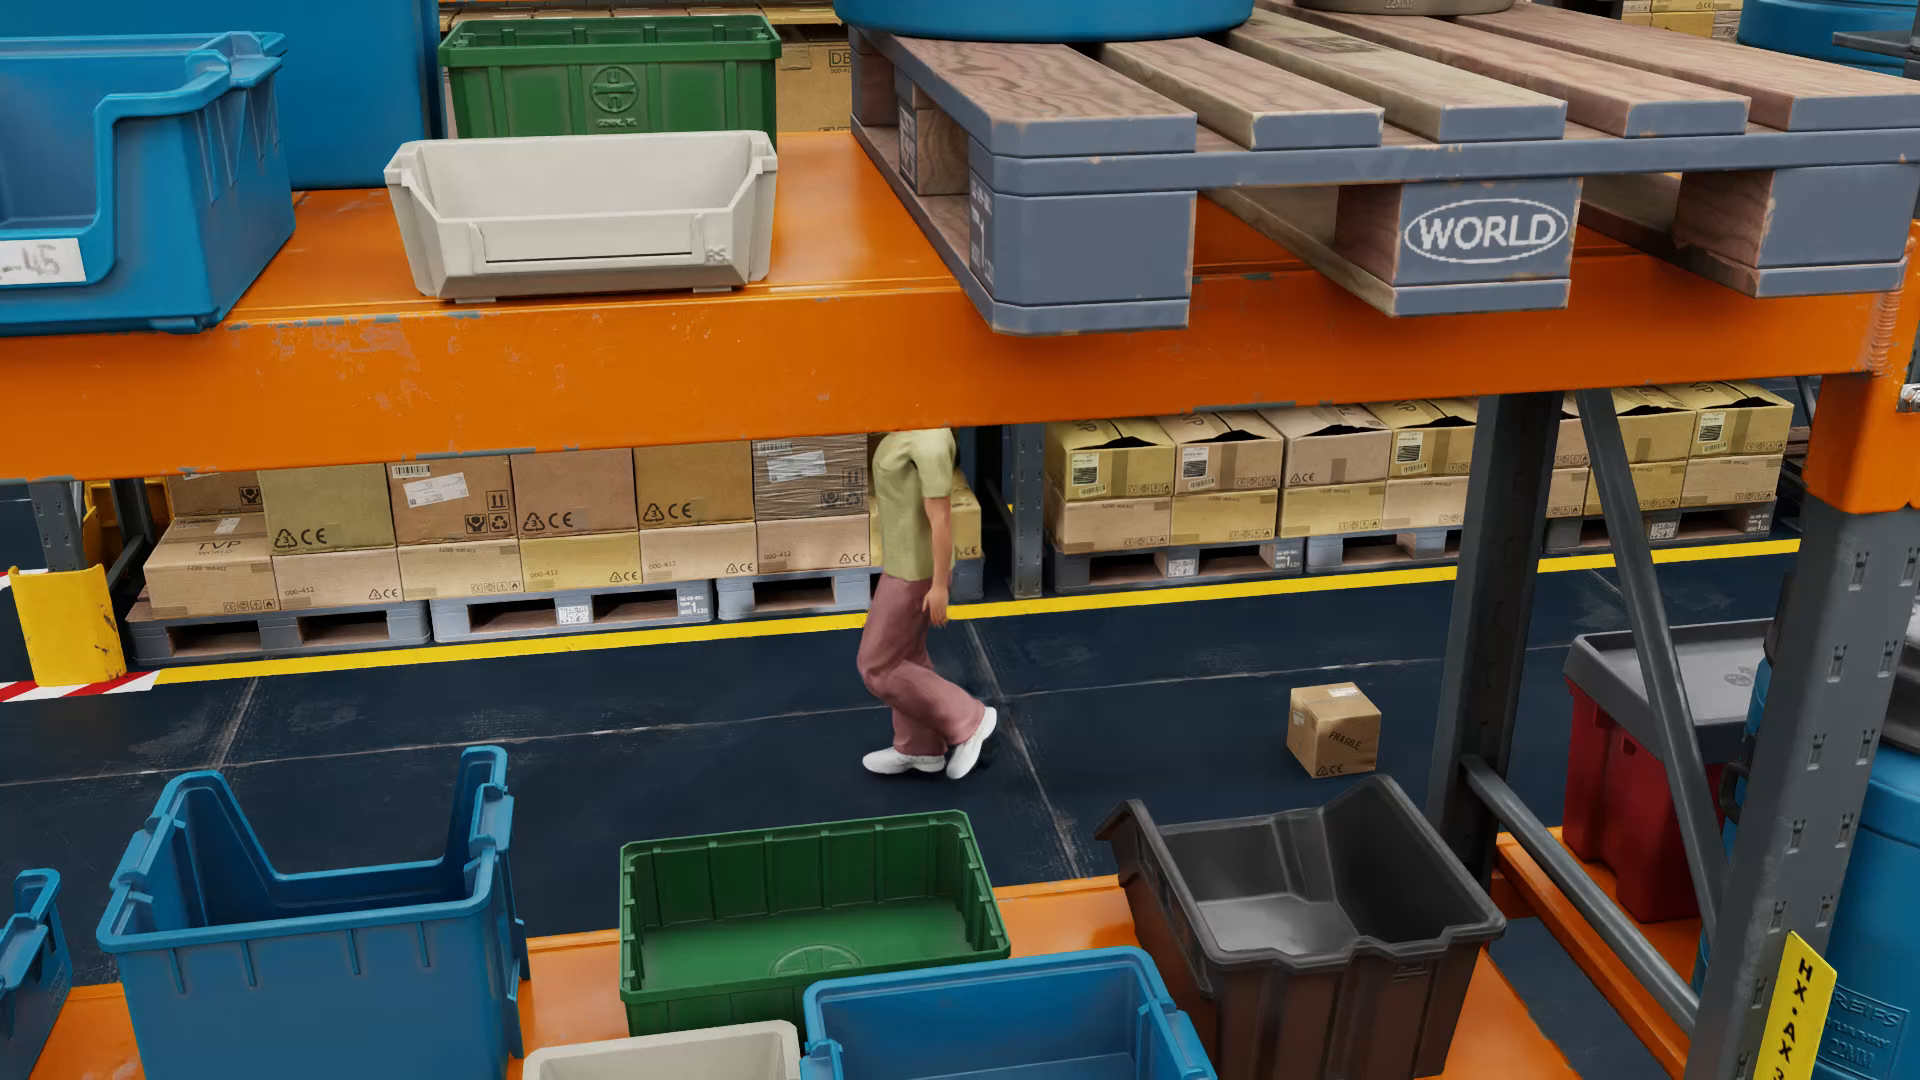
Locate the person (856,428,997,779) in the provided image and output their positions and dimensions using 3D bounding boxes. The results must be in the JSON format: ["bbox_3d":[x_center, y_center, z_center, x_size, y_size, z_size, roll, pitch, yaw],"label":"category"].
[{"bbox_3d":[-0.124,0.095,5.815,0.501,1.660,0.479,-2,24,-5],"label":"person"}]
